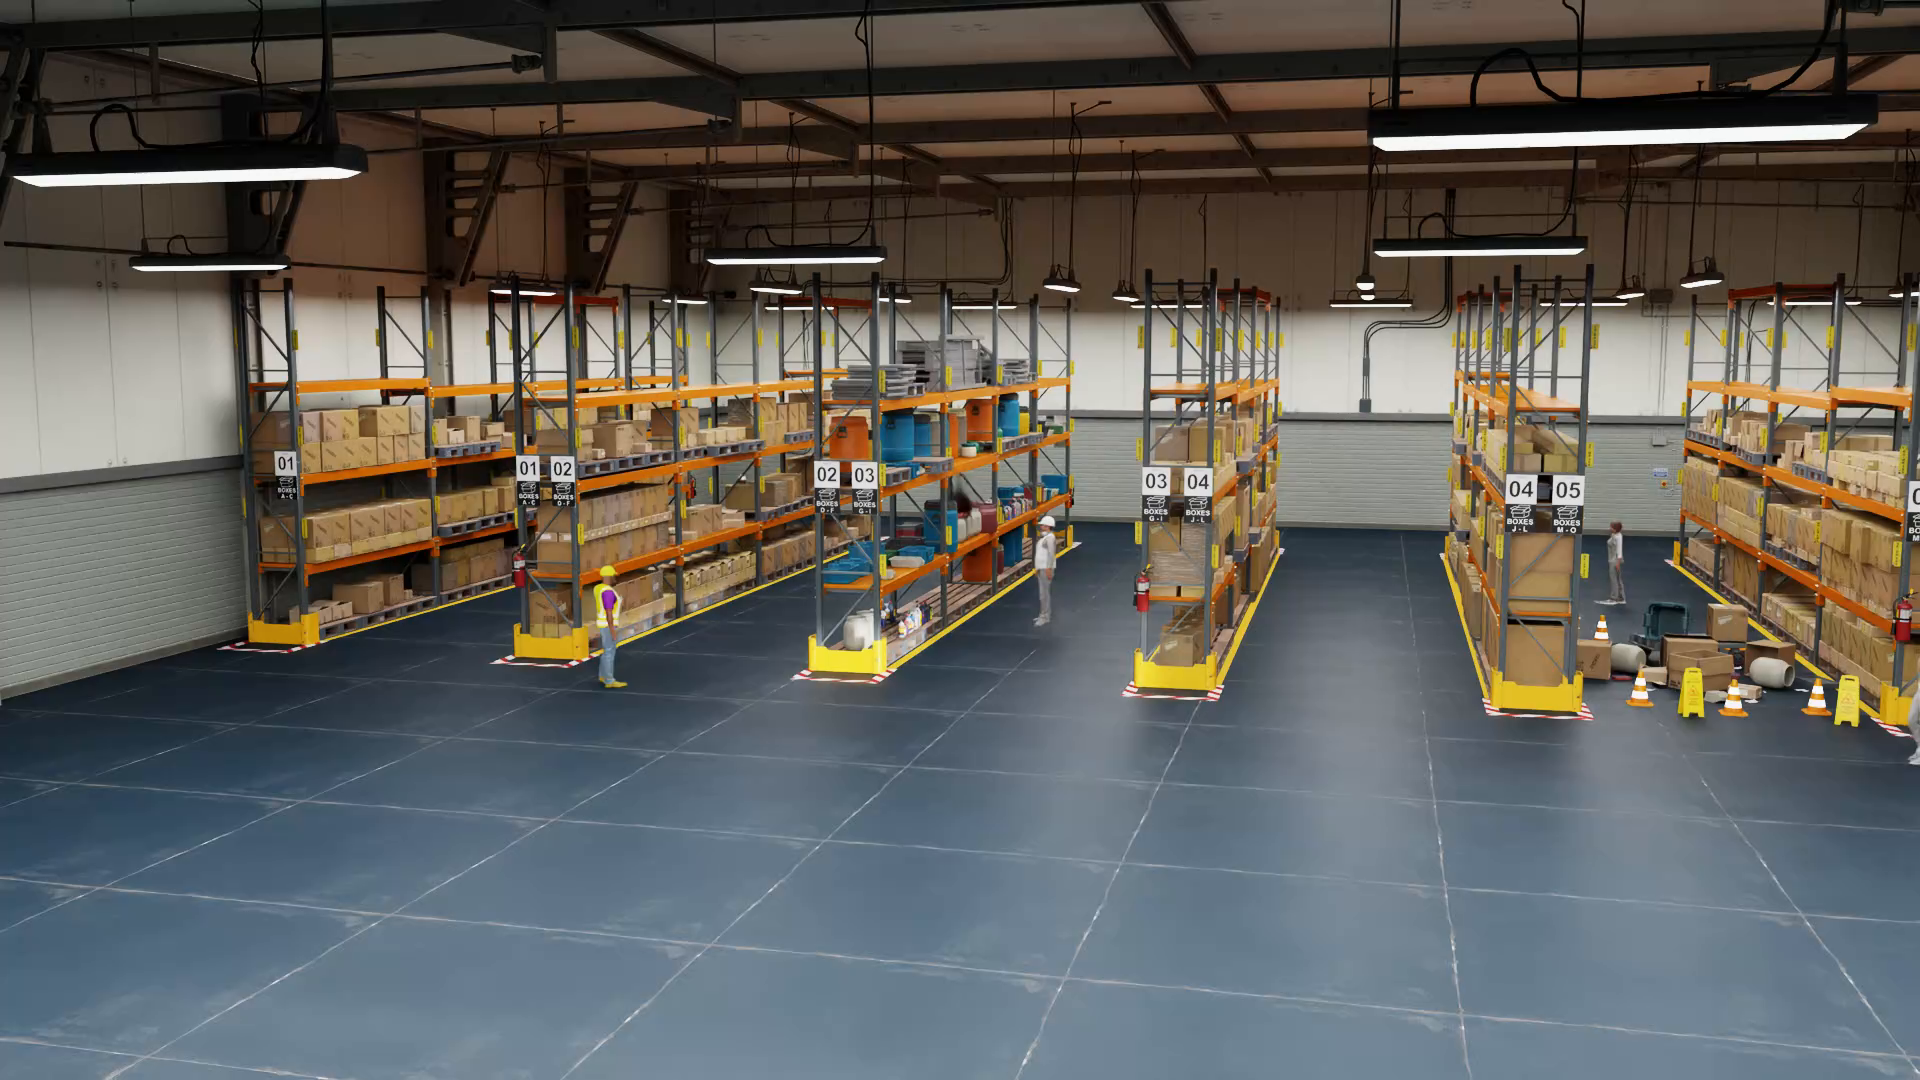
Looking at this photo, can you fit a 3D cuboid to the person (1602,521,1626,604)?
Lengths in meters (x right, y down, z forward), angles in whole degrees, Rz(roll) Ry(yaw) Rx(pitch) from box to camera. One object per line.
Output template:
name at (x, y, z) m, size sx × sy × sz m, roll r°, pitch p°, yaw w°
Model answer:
person at (12.483, 0.429, 31.626) m, size 0.389 × 1.601 × 0.442 m, roll 5°, pitch 8°, yaw 35°

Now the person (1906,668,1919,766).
person at (11.476, 1.842, 19.662) m, size 0.437 × 1.715 × 0.509 m, roll -1°, pitch 7°, yaw -11°

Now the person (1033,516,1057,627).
person at (1.412, 0.510, 27.807) m, size 0.398 × 1.807 × 0.640 m, roll 0°, pitch 7°, yaw -2°

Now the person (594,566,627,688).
person at (-5.065, 1.262, 24.068) m, size 0.431 × 1.796 × 0.631 m, roll -1°, pitch 7°, yaw -12°

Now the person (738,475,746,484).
person at (-5.193, -0.705, 40.300) m, size 0.558 × 1.762 × 0.578 m, roll 4°, pitch 8°, yaw 27°
